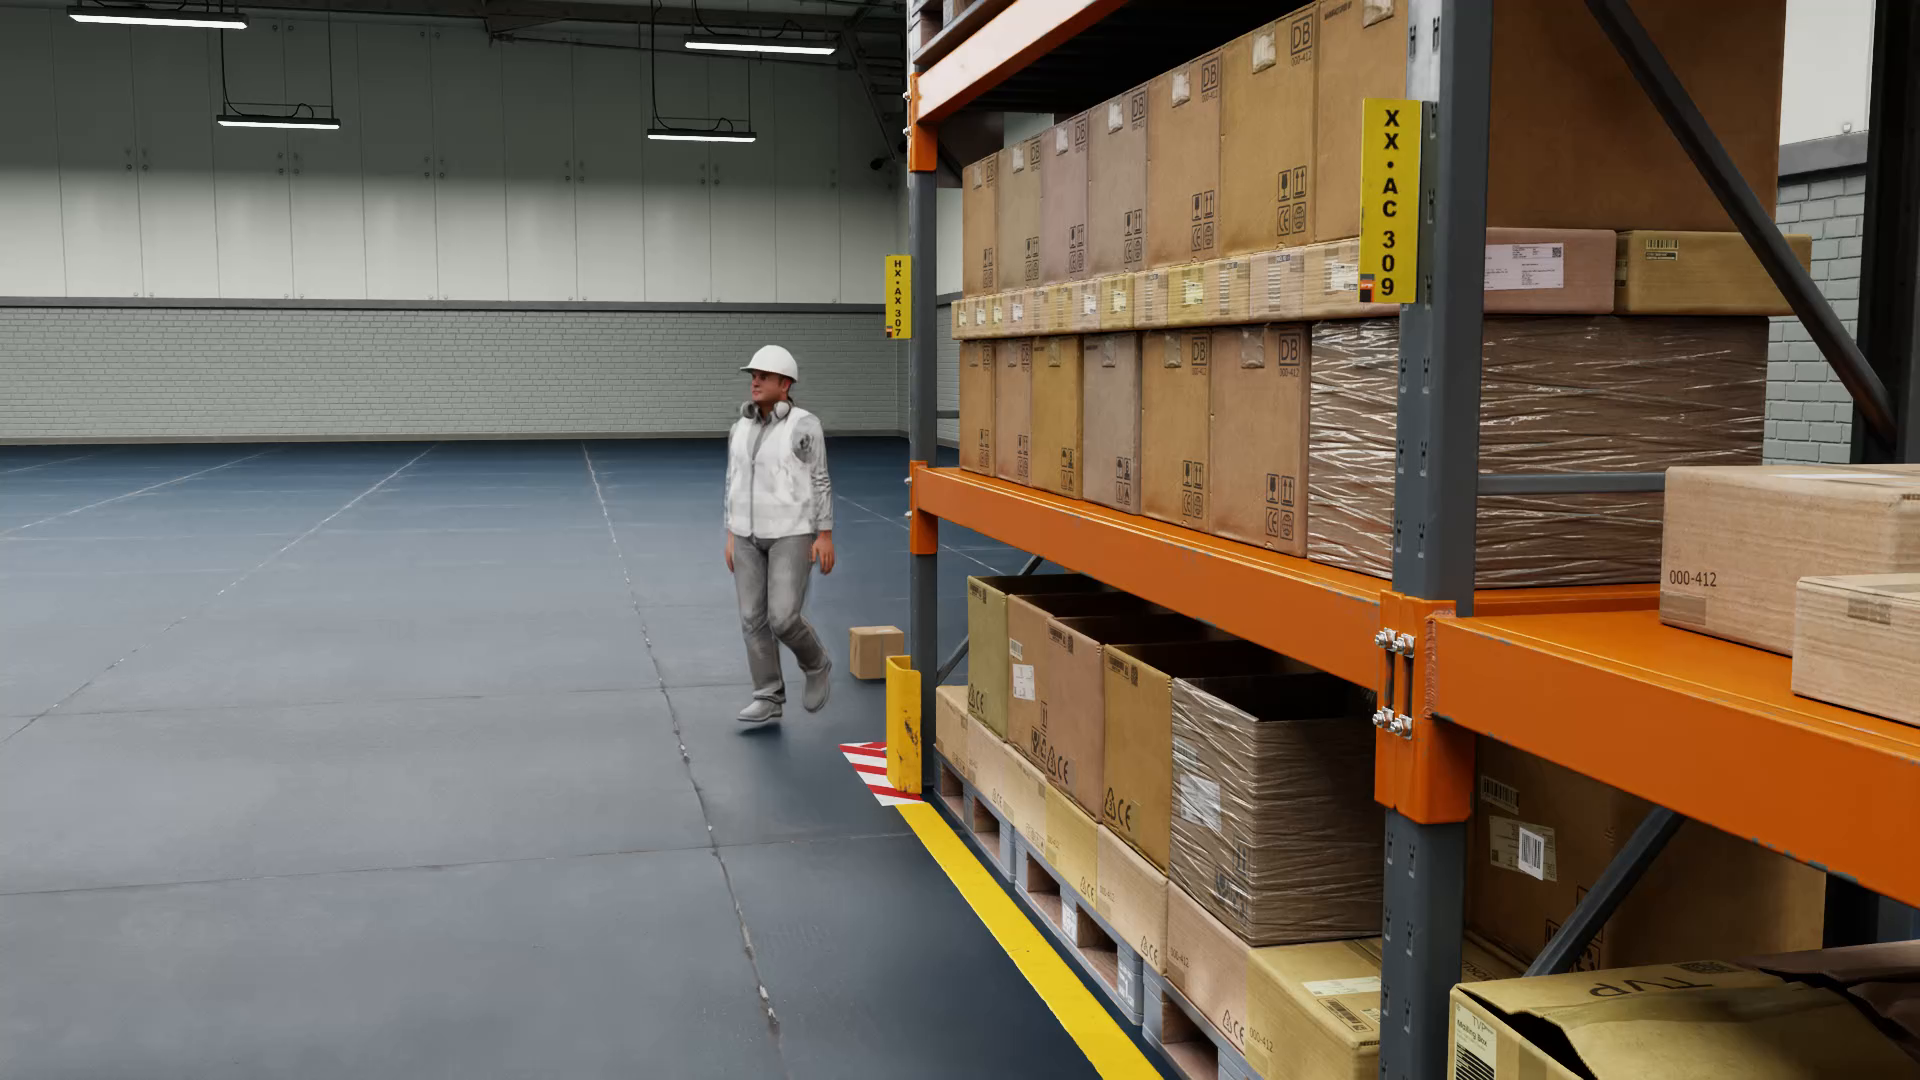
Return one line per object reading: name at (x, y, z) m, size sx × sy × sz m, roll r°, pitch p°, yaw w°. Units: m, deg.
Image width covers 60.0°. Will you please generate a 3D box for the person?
person at (-0.858, -0.028, 7.840) m, size 0.561 × 1.766 × 0.498 m, roll 3°, pitch 7°, yaw 28°
